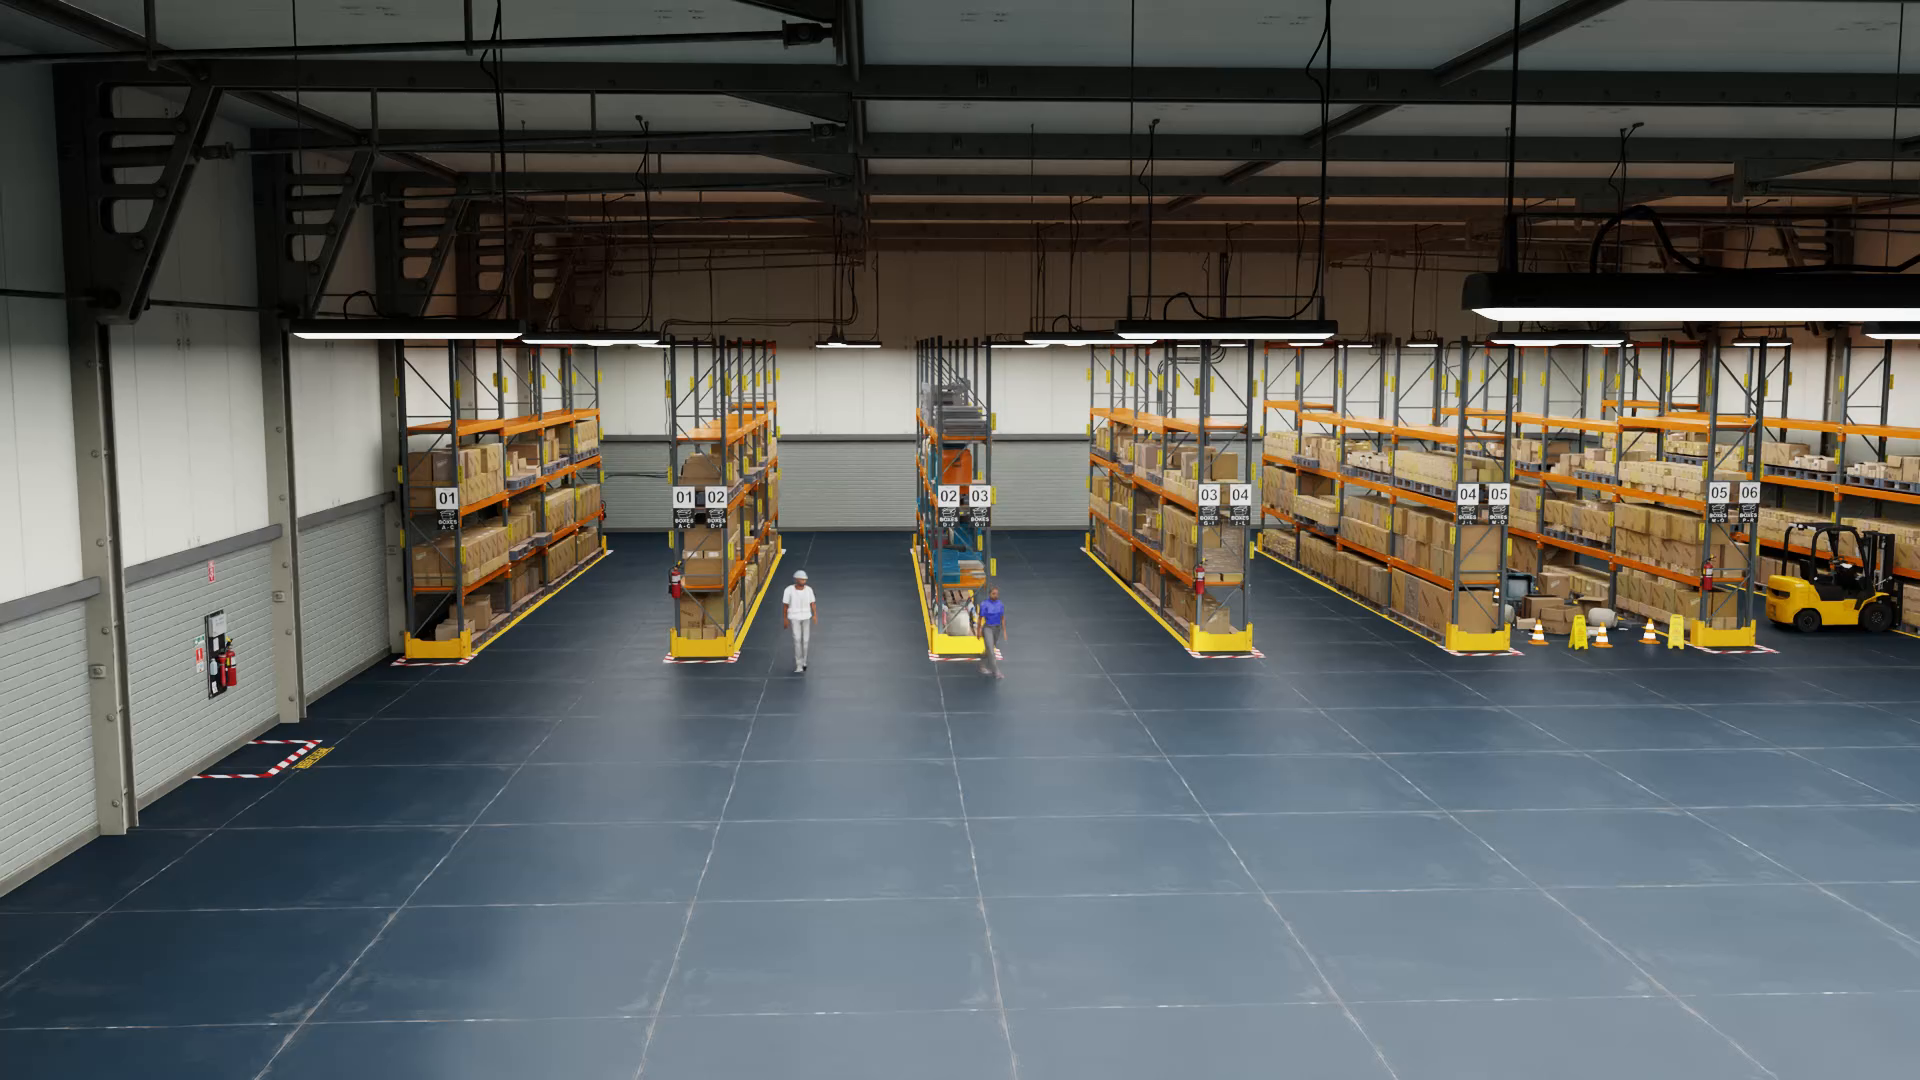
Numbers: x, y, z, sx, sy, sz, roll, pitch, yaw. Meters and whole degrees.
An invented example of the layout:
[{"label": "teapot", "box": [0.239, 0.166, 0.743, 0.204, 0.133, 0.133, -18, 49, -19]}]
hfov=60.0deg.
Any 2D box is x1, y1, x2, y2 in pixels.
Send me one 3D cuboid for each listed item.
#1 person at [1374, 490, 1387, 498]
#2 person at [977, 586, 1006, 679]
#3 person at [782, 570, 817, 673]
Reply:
[{"label": "person", "box": [12.819, -0.978, 50.996, 0.434, 1.788, 0.589, -3, 7, -26]}, {"label": "person", "box": [0.574, 1.601, 29.111, 0.486, 1.599, 1.019, -5, 8, -38]}, {"label": "person", "box": [-2.839, 1.458, 29.979, 0.593, 1.783, 0.687, -3, 7, -25]}]
